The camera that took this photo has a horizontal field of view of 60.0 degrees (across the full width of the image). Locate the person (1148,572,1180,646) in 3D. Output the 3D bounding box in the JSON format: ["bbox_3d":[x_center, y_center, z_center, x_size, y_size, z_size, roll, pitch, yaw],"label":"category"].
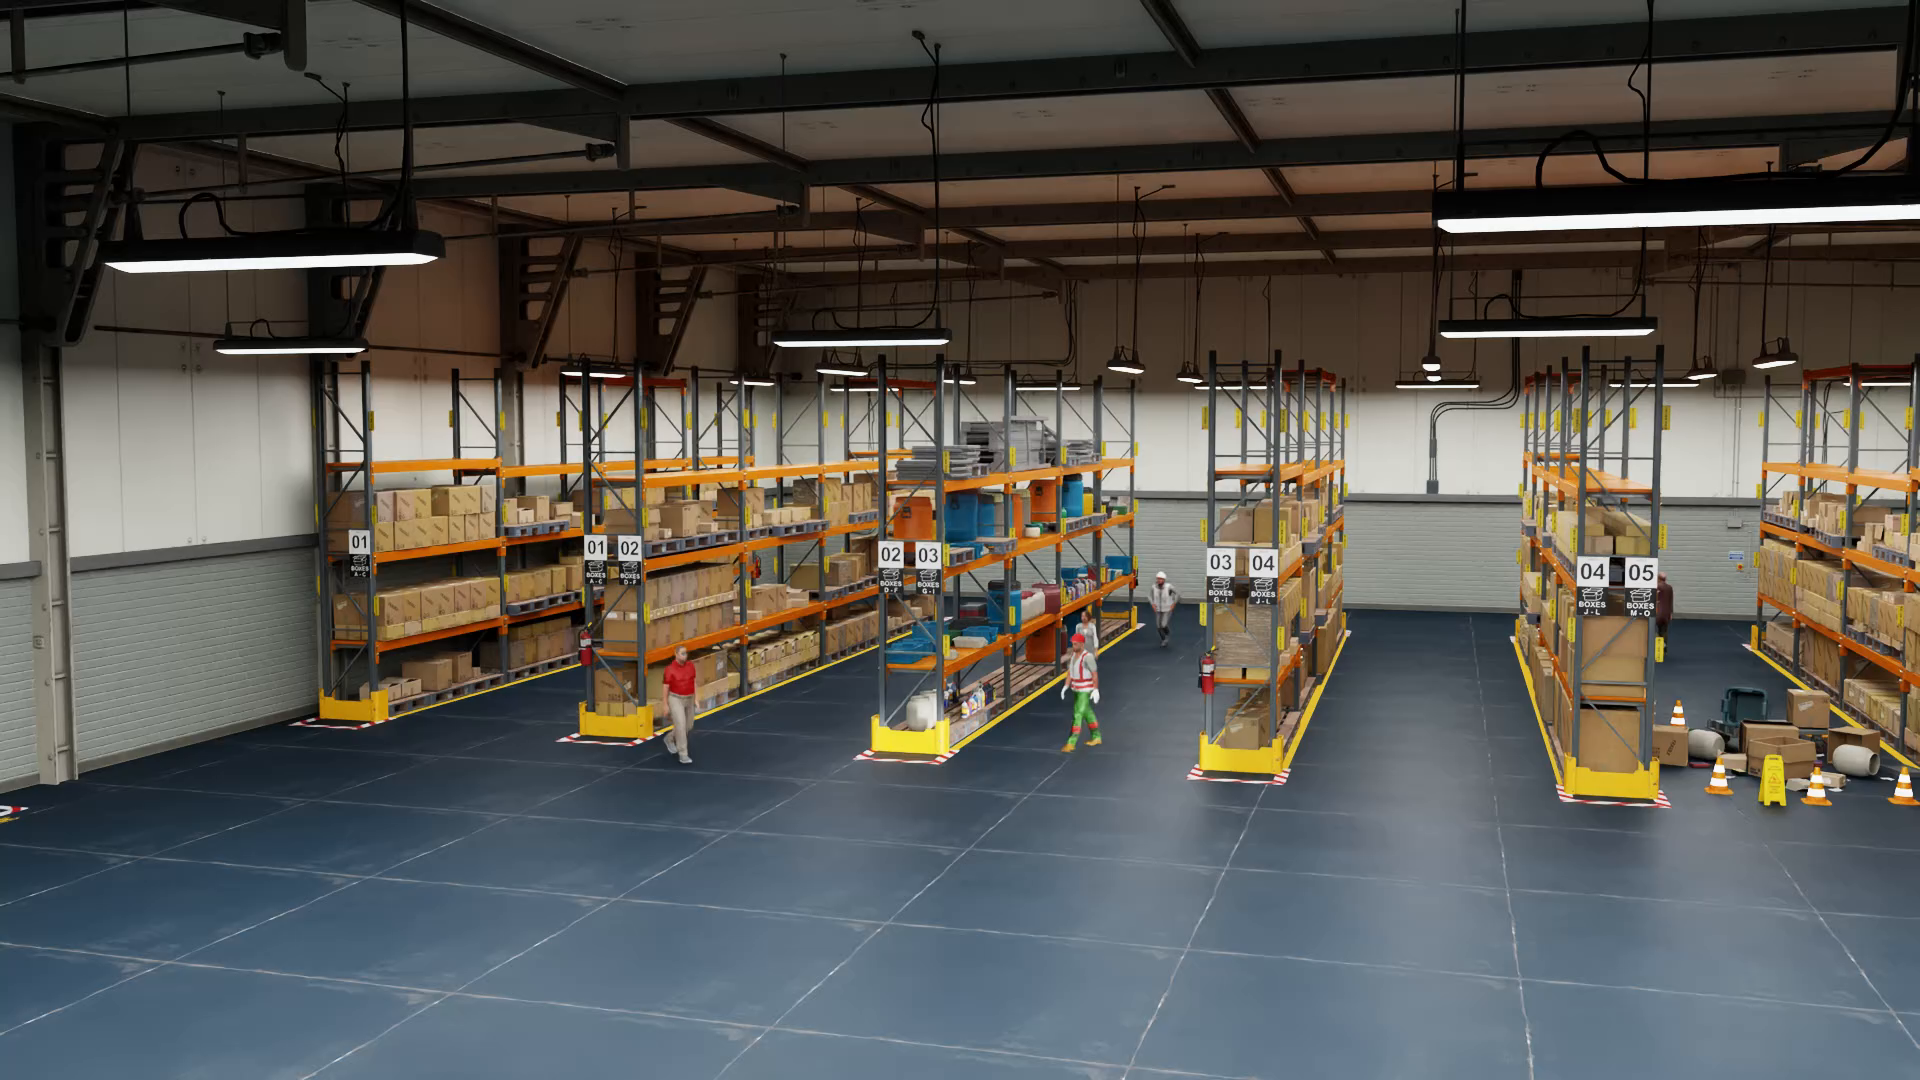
[{"bbox_3d":[4.522,1.529,36.856,0.687,1.683,0.719,2,4,24],"label":"person"}]

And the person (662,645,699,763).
[{"bbox_3d":[-4.126,2.390,24.556,0.888,1.692,0.591,4,6,43],"label":"person"}]

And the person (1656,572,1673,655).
[{"bbox_3d":[15.012,1.670,35.572,0.638,1.581,0.539,-2,5,-25],"label":"person"}]

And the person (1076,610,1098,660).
[{"bbox_3d":[2.292,2.048,30.211,0.420,1.551,0.899,0,4,1],"label":"person"}]

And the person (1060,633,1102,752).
[{"bbox_3d":[1.806,2.293,25.316,0.900,1.746,0.563,-2,5,-28],"label":"person"}]
